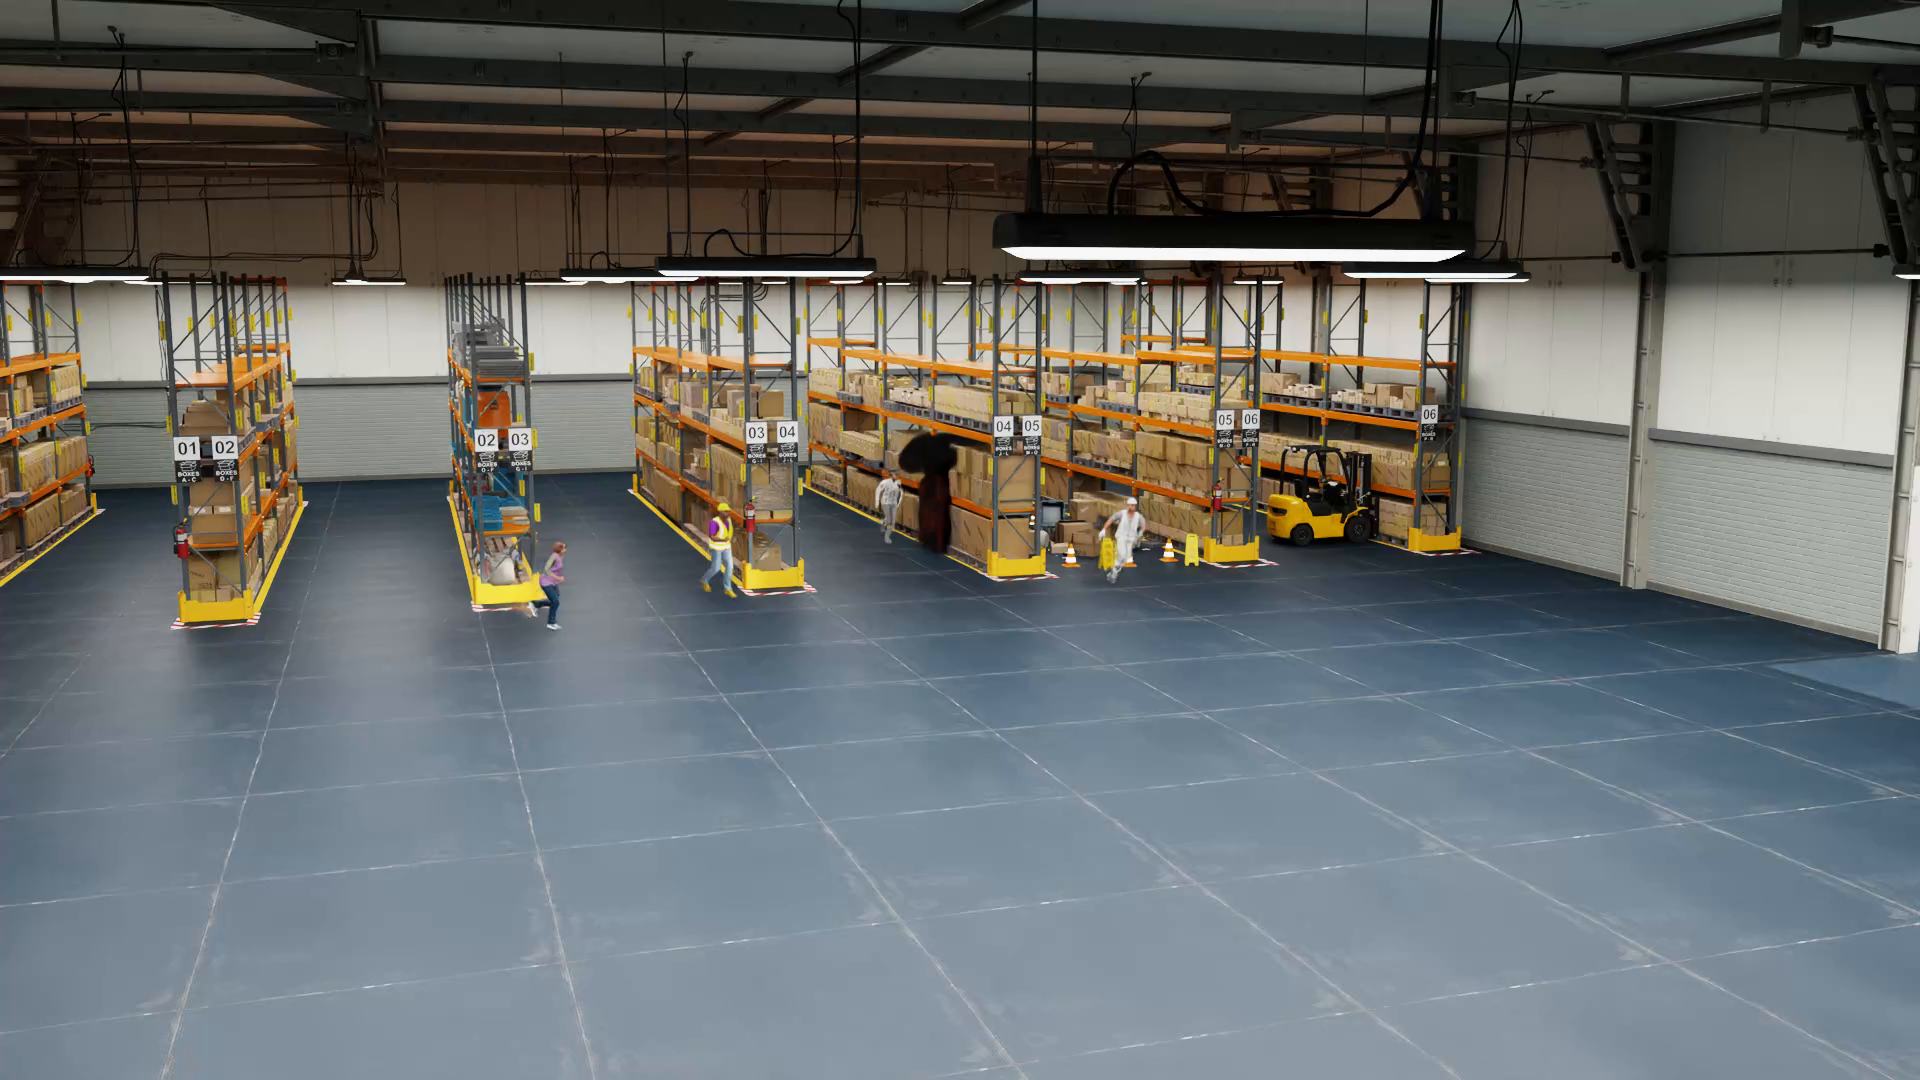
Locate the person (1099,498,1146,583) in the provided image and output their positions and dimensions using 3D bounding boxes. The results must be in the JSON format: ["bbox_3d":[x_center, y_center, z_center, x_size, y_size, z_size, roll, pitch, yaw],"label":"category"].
[{"bbox_3d":[3.236,0.008,32.507,0.830,1.686,0.735,-4,9,-22],"label":"person"}]

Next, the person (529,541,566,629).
[{"bbox_3d":[-6.968,0.769,28.103,0.711,1.535,0.529,2,9,14],"label":"person"}]

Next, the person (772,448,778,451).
[{"bbox_3d":[-5.393,-2.250,47.877,0.706,1.556,1.107,2,9,12],"label":"person"}]

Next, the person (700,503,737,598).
[{"bbox_3d":[-4.490,0.184,31.084,1.014,1.777,0.658,7,11,39],"label":"person"}]

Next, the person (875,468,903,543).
[{"bbox_3d":[-1.522,-0.760,35.874,0.611,1.626,0.637,-6,10,-33],"label":"person"}]
